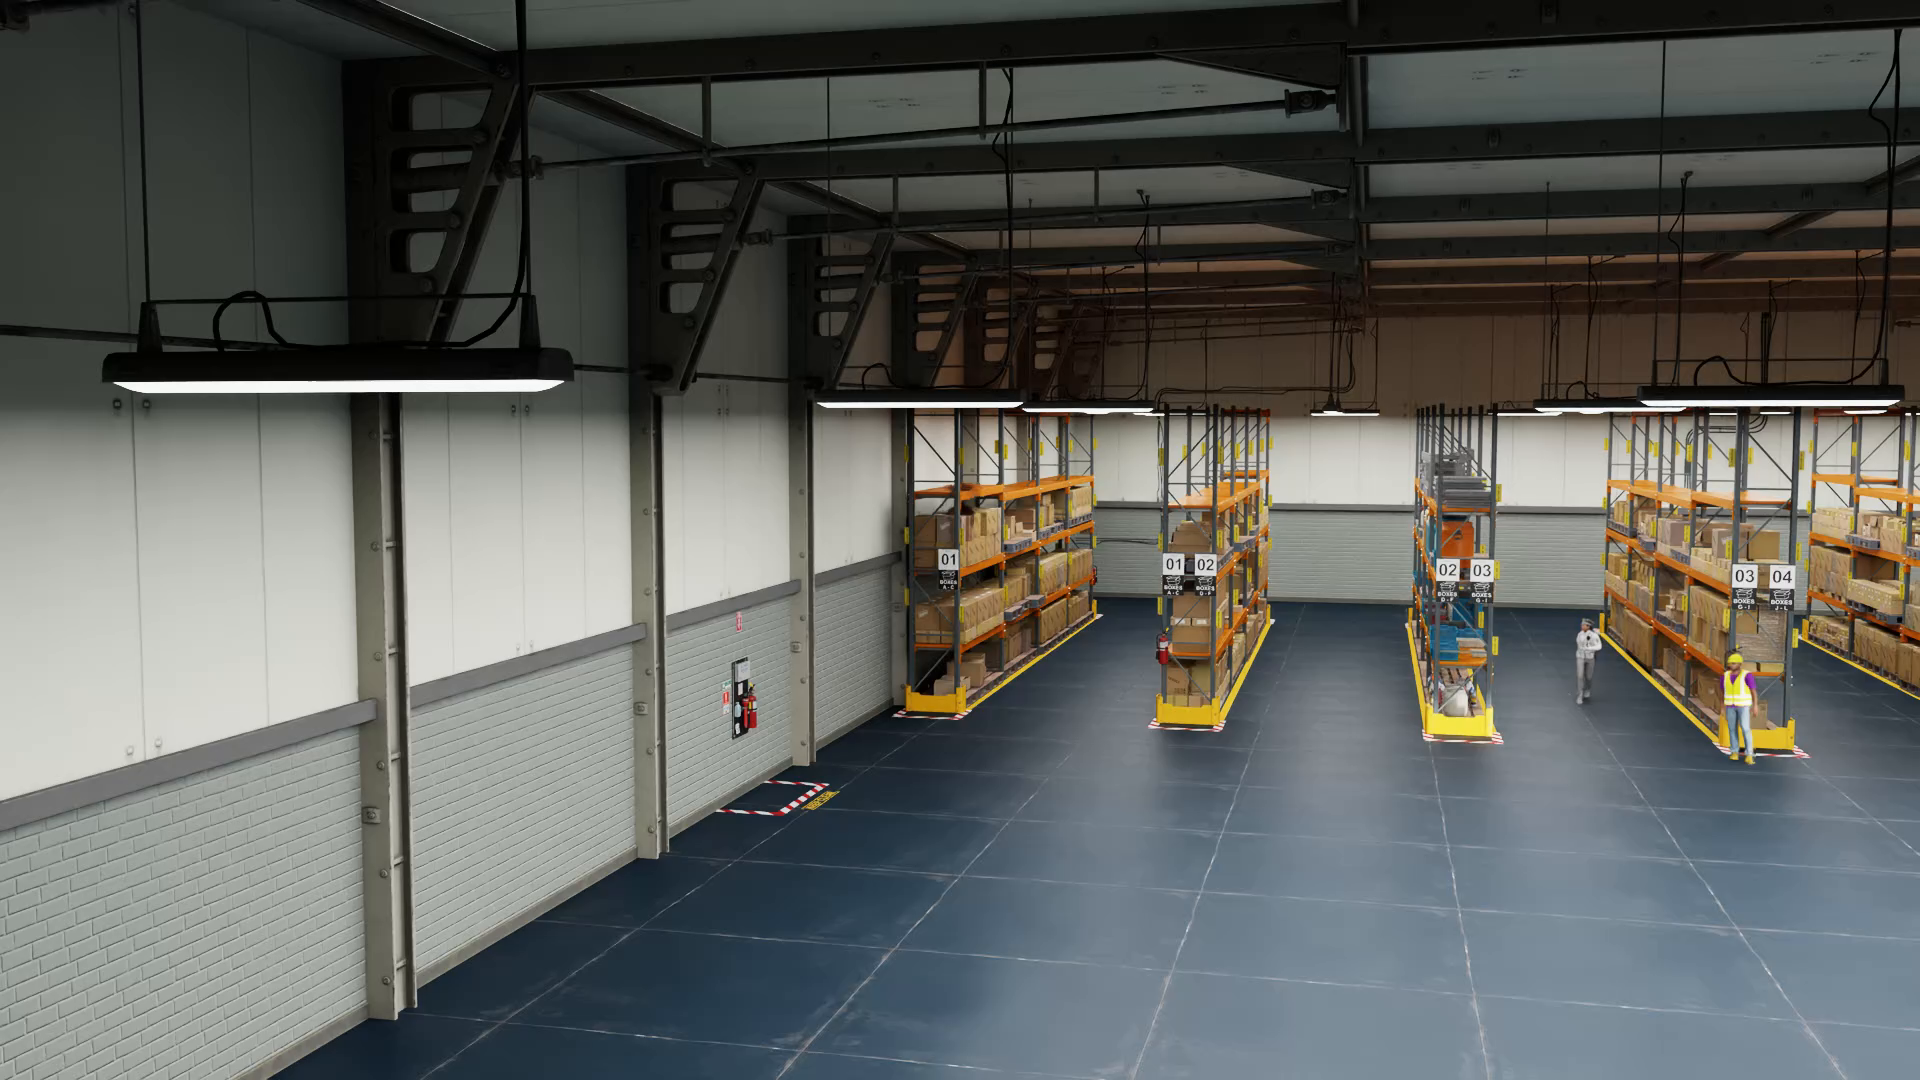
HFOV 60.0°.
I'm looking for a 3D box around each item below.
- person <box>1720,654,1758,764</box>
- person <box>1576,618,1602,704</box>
[{"bbox_3d":[13.053,2.813,27.898,0.417,1.792,0.674,-4,5,-40],"label":"person"},{"bbox_3d":[12.731,2.437,33.693,0.479,1.728,0.805,2,4,20],"label":"person"}]
